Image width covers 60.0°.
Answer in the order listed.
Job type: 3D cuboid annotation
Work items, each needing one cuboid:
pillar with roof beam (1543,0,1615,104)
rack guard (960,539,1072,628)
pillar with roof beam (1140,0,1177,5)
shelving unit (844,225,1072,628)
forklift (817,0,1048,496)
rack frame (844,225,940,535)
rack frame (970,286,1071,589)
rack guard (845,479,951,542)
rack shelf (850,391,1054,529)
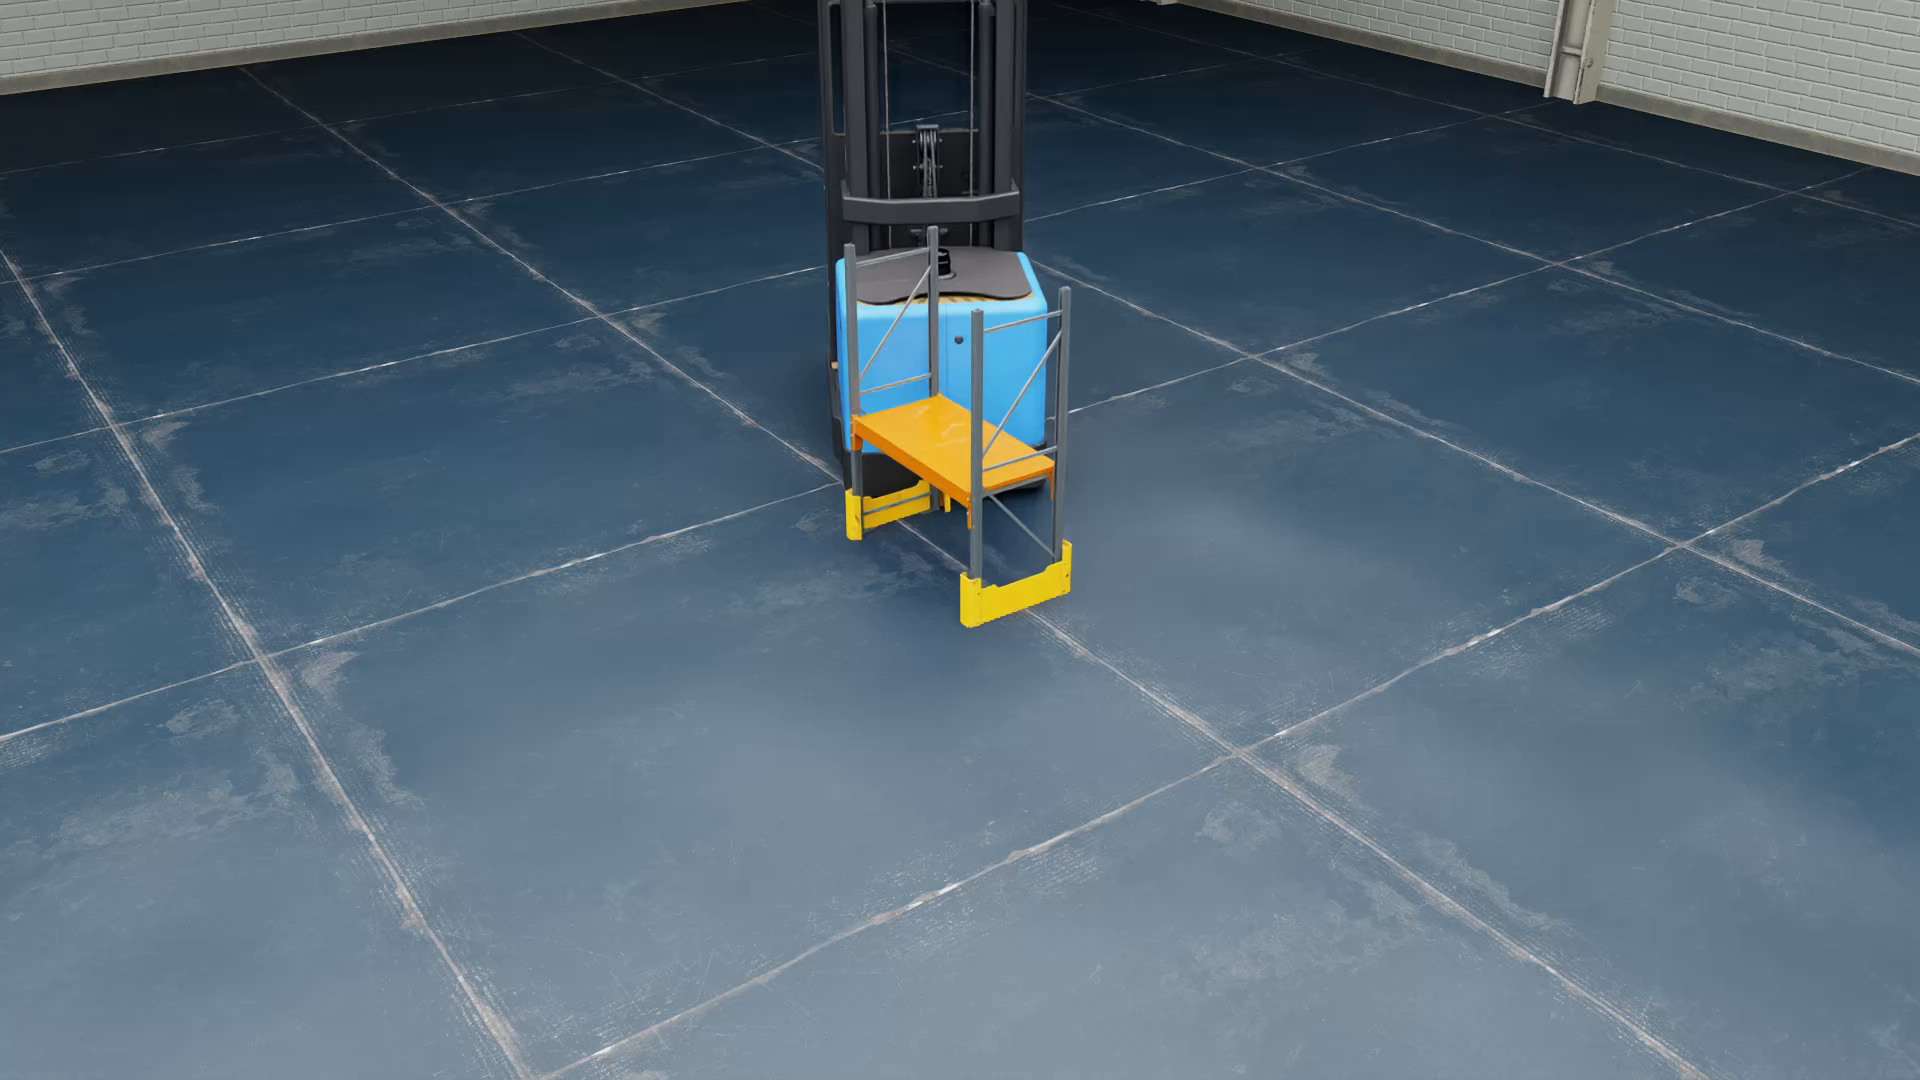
[{"bbox_3d":[2.419,-7.056,11.814,9.100,9.000,0.400,-19,34,-31],"label":"pillar with roof beam"},{"bbox_3d":[0.259,0.198,7.624,0.587,0.250,0.087,-18,33,-30],"label":"rack guard"},{"bbox_3d":[-1.061,-9.389,16.109,9.100,9.000,0.400,-19,34,-31],"label":"pillar with roof beam"},{"bbox_3d":[-0.023,-0.547,7.686,0.587,1.500,1.083,-18,33,-30],"label":"shelving unit"},{"bbox_3d":[-0.222,-2.187,9.206,1.130,2.935,3.031,-3,29,-5],"label":"forklift"},{"bbox_3d":[-0.316,-0.750,8.060,0.500,1.500,0.032,-18,33,-30],"label":"rack frame"},{"bbox_3d":[0.260,-0.351,7.324,0.500,1.500,0.032,-18,33,-30],"label":"rack frame"},{"bbox_3d":[-0.305,-0.194,8.345,0.587,0.250,0.087,-18,33,-30],"label":"rack guard"},{"bbox_3d":[-0.028,-0.393,7.778,0.538,0.185,1.000,-18,33,-30],"label":"rack shelf"}]
